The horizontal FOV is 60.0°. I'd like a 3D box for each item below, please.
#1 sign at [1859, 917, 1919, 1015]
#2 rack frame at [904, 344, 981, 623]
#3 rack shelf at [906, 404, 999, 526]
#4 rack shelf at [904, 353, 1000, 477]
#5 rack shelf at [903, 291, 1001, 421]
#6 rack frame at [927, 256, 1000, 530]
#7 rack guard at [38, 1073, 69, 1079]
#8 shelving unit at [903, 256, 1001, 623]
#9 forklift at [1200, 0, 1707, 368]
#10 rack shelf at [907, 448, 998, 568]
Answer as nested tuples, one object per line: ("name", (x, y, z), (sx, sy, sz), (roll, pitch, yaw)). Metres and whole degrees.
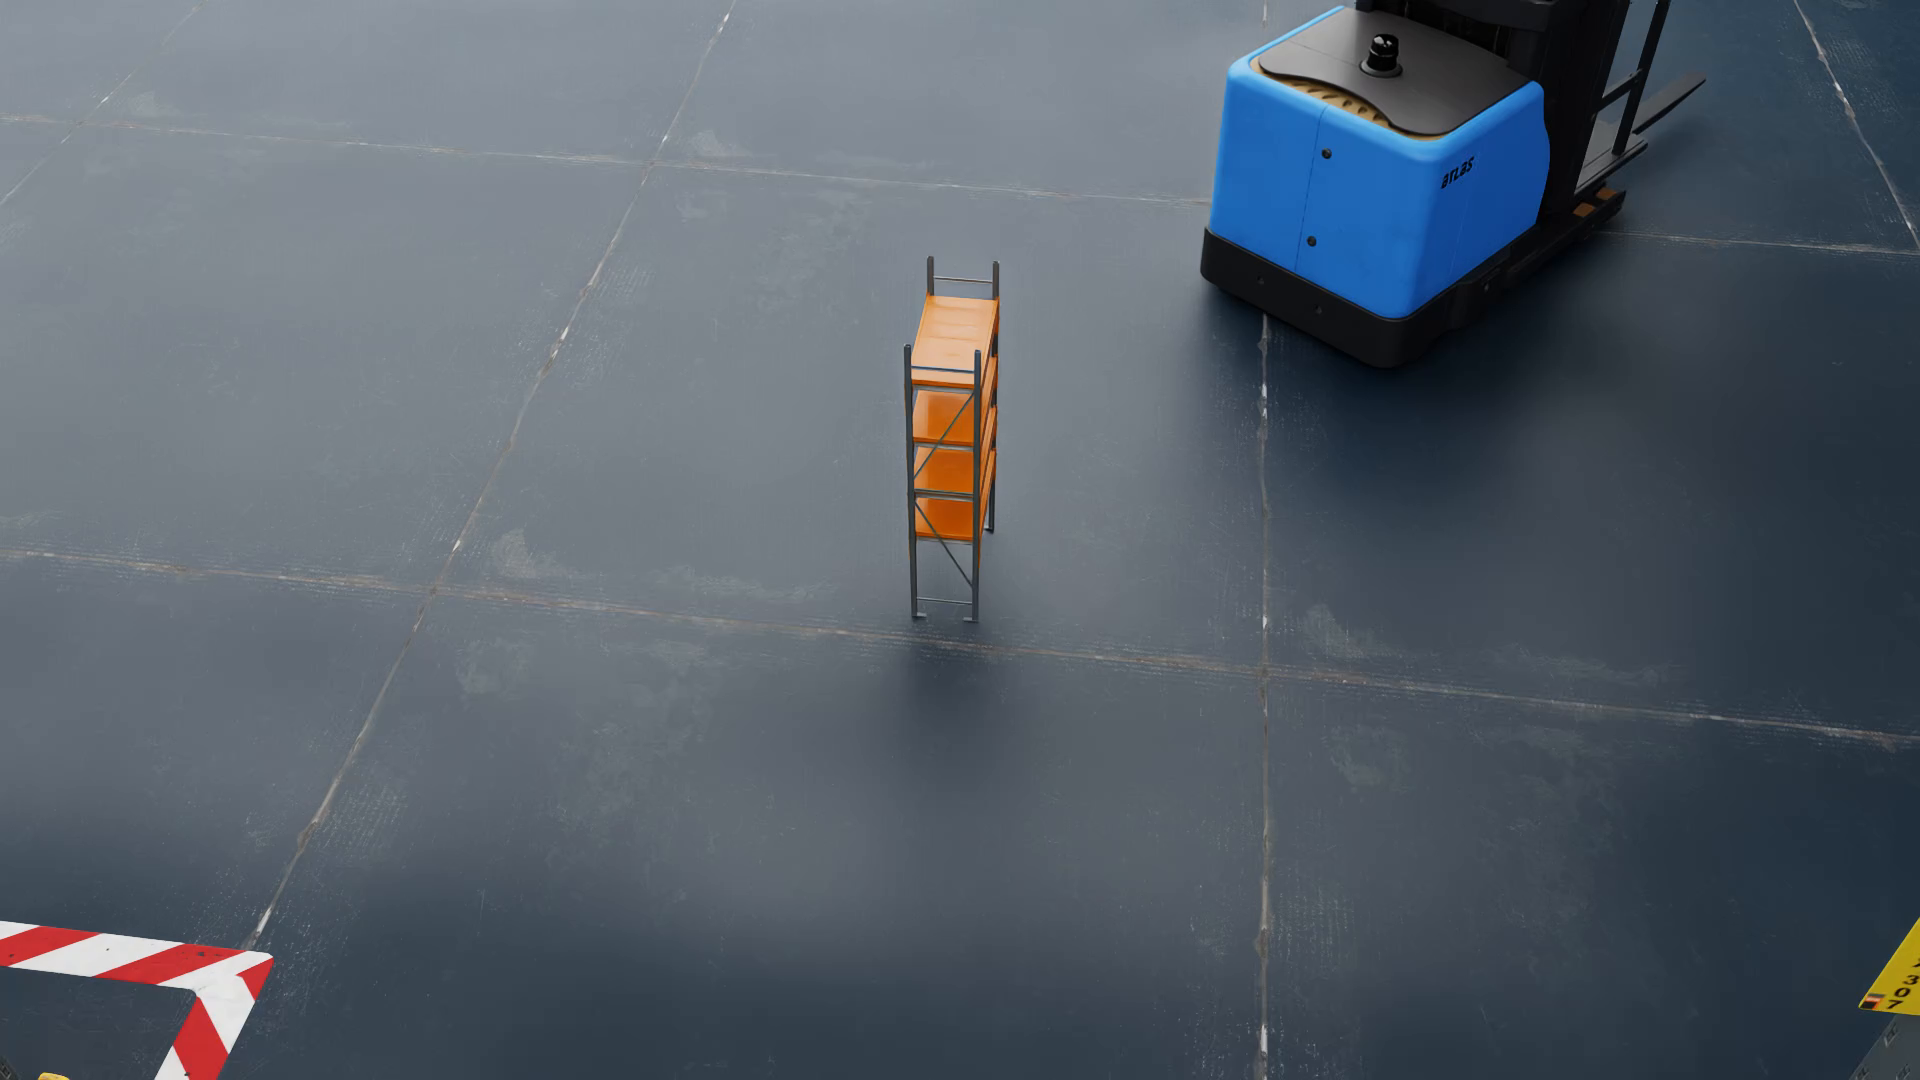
("sign", (1.556, 0.671, 2.673), (0.100, 0.325, 0.005), (5, 44, 6))
("rack frame", (-0.054, -0.157, 5.543), (0.240, 1.200, 0.015), (5, 44, 6))
("rack shelf", (-0.022, -0.274, 5.765), (0.258, 0.148, 0.480), (5, 44, 6))
("rack shelf", (-0.022, -0.436, 5.611), (0.258, 0.148, 0.480), (5, 44, 6))
("rack shelf", (-0.022, -0.608, 5.448), (0.258, 0.148, 0.480), (5, 44, 6))
("rack frame", (0.010, -0.489, 5.894), (0.240, 1.200, 0.015), (5, 44, 6))
("rack guard", (-2.767, 1.579, 4.219), (1.175, 0.500, 0.348), (5, 44, 6))
("shelving unit", (-0.022, -0.323, 5.718), (0.258, 1.200, 0.503), (5, 44, 6))
("forklift", (2.470, -2.685, 6.954), (3.031, 2.935, 1.130), (-34, 53, -31))
("rack shelf", (-0.022, -0.130, 5.901), (0.258, 0.148, 0.480), (5, 44, 6))
